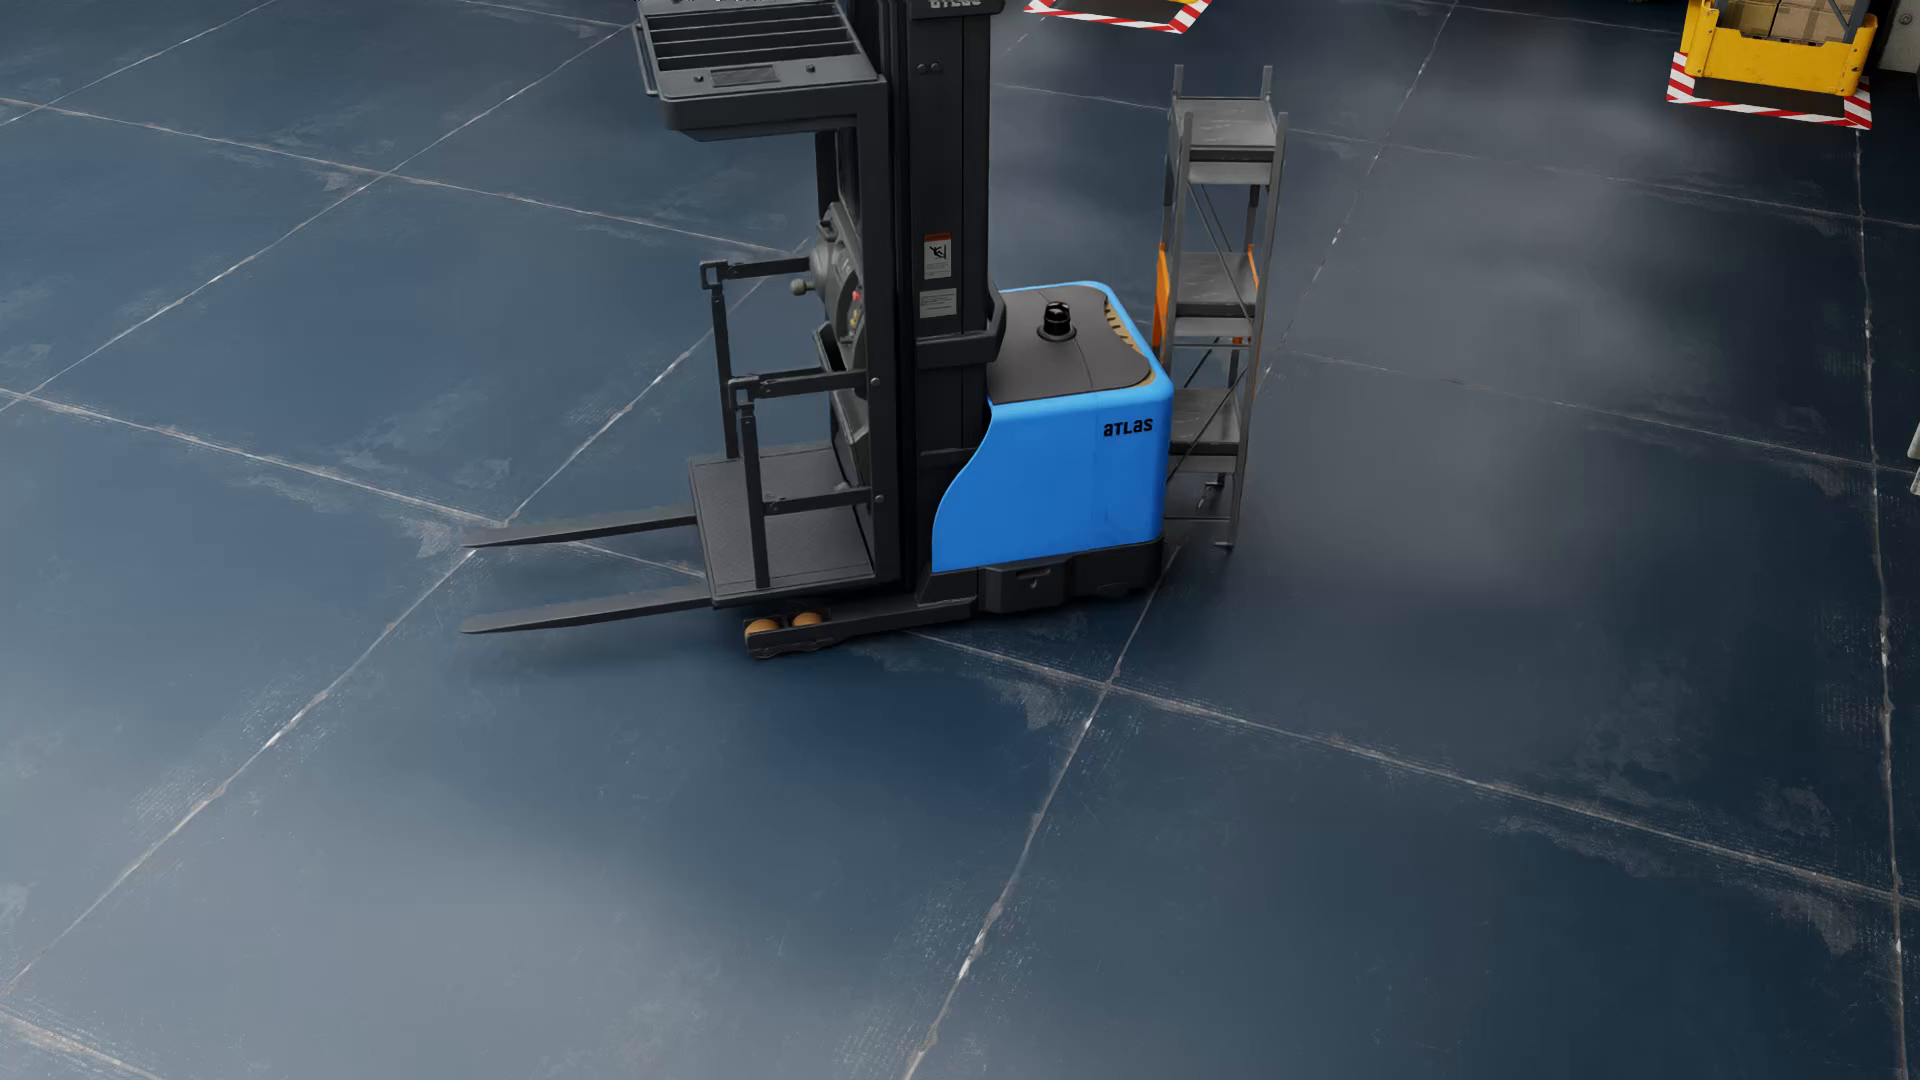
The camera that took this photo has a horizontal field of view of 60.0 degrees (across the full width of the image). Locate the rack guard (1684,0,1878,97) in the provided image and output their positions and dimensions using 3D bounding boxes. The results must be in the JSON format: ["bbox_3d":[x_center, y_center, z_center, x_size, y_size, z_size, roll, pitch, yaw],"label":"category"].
[{"bbox_3d":[6.000,-3.630,12.189,1.175,0.500,0.348,14,39,18],"label":"rack guard"}]

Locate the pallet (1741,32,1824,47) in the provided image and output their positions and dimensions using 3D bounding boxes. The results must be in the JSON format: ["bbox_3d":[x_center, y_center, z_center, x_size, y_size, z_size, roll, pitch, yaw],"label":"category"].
[{"bbox_3d":[6.261,-3.960,12.872,1.003,0.211,1.213,14,39,18],"label":"pallet"}]

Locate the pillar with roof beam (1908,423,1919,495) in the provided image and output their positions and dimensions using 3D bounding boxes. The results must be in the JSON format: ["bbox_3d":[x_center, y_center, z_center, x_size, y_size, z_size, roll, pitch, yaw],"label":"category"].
[{"bbox_3d":[0.843,-4.886,6.771,9.100,9.000,0.400,14,39,18],"label":"pillar with roof beam"}]

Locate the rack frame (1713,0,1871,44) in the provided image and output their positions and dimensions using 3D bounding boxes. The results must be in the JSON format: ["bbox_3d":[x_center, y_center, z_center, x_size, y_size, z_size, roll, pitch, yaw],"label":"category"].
[{"bbox_3d":[6.009,-4.644,11.458,1.000,3.000,0.127,14,39,18],"label":"rack frame"}]

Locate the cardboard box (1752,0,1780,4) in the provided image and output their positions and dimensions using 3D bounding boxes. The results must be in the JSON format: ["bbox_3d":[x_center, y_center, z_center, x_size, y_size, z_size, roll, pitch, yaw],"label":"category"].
[{"bbox_3d":[5.905,-4.252,12.462,0.500,0.250,0.500,13,39,17],"label":"cardboard box"}]

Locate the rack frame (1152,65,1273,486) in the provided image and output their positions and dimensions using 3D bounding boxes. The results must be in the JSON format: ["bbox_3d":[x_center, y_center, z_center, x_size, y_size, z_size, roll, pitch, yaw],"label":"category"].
[{"bbox_3d":[1.087,-1.113,7.485,0.400,2.100,0.015,1,37,1],"label":"rack frame"}]

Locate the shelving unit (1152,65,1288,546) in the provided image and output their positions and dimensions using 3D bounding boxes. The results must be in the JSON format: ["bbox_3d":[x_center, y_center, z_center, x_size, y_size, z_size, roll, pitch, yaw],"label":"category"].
[{"bbox_3d":[1.081,-0.968,7.290,0.431,2.100,0.503,1,37,1],"label":"shelving unit"}]

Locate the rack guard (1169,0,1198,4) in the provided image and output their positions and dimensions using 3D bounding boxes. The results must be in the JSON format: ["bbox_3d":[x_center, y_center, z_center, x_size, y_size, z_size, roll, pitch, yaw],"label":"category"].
[{"bbox_3d":[1.446,-4.814,13.773,1.175,0.500,0.348,14,39,18],"label":"rack guard"}]

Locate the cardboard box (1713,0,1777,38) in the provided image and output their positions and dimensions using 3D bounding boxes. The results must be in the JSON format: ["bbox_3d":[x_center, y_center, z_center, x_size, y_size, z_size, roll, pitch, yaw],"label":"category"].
[{"bbox_3d":[5.895,-4.043,12.600,0.500,0.250,0.500,14,39,18],"label":"cardboard box"}]

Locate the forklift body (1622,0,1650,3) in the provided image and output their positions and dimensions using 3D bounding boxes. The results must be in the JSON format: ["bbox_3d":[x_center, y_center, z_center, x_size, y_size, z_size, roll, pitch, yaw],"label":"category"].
[{"bbox_3d":[5.043,-5.770,13.673,2.313,2.155,1.214,14,39,18],"label":"forklift body"}]

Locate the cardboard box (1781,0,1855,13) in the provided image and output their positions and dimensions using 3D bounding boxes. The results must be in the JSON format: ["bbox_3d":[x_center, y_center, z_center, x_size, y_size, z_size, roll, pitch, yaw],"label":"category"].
[{"bbox_3d":[6.380,-4.124,12.291,0.500,0.250,0.500,15,39,19],"label":"cardboard box"}]

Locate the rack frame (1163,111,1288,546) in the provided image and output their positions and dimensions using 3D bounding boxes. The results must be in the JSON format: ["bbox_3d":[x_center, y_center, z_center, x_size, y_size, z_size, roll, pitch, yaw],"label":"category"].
[{"bbox_3d":[1.074,-0.822,7.094,0.400,2.100,0.015,1,37,1],"label":"rack frame"}]

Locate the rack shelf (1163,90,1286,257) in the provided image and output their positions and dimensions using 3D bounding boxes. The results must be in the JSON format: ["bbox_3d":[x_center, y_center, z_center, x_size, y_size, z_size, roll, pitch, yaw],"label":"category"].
[{"bbox_3d":[1.081,-1.518,6.880,0.431,0.518,0.480,1,37,1],"label":"rack shelf"}]

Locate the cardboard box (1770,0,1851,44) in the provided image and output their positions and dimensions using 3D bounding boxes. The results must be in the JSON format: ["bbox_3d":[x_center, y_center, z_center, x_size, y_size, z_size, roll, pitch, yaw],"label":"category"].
[{"bbox_3d":[6.376,-3.939,12.460,0.500,0.250,0.500,14,39,18],"label":"cardboard box"}]

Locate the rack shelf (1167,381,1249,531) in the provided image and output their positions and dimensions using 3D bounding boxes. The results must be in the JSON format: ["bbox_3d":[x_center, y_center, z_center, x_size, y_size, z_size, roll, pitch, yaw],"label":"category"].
[{"bbox_3d":[1.080,-0.395,7.715,0.431,0.518,0.480,1,37,1],"label":"rack shelf"}]

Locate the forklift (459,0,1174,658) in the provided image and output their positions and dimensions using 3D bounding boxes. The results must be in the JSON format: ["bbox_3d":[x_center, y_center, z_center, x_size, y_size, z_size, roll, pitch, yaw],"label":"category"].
[{"bbox_3d":[-0.675,-1.020,6.667,3.031,2.935,1.130,-8,38,-11],"label":"forklift"}]

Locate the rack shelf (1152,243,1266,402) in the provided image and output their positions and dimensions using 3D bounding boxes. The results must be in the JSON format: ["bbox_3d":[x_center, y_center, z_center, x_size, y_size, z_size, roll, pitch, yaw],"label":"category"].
[{"bbox_3d":[1.081,-0.957,7.298,0.431,0.518,0.480,1,37,1],"label":"rack shelf"}]
